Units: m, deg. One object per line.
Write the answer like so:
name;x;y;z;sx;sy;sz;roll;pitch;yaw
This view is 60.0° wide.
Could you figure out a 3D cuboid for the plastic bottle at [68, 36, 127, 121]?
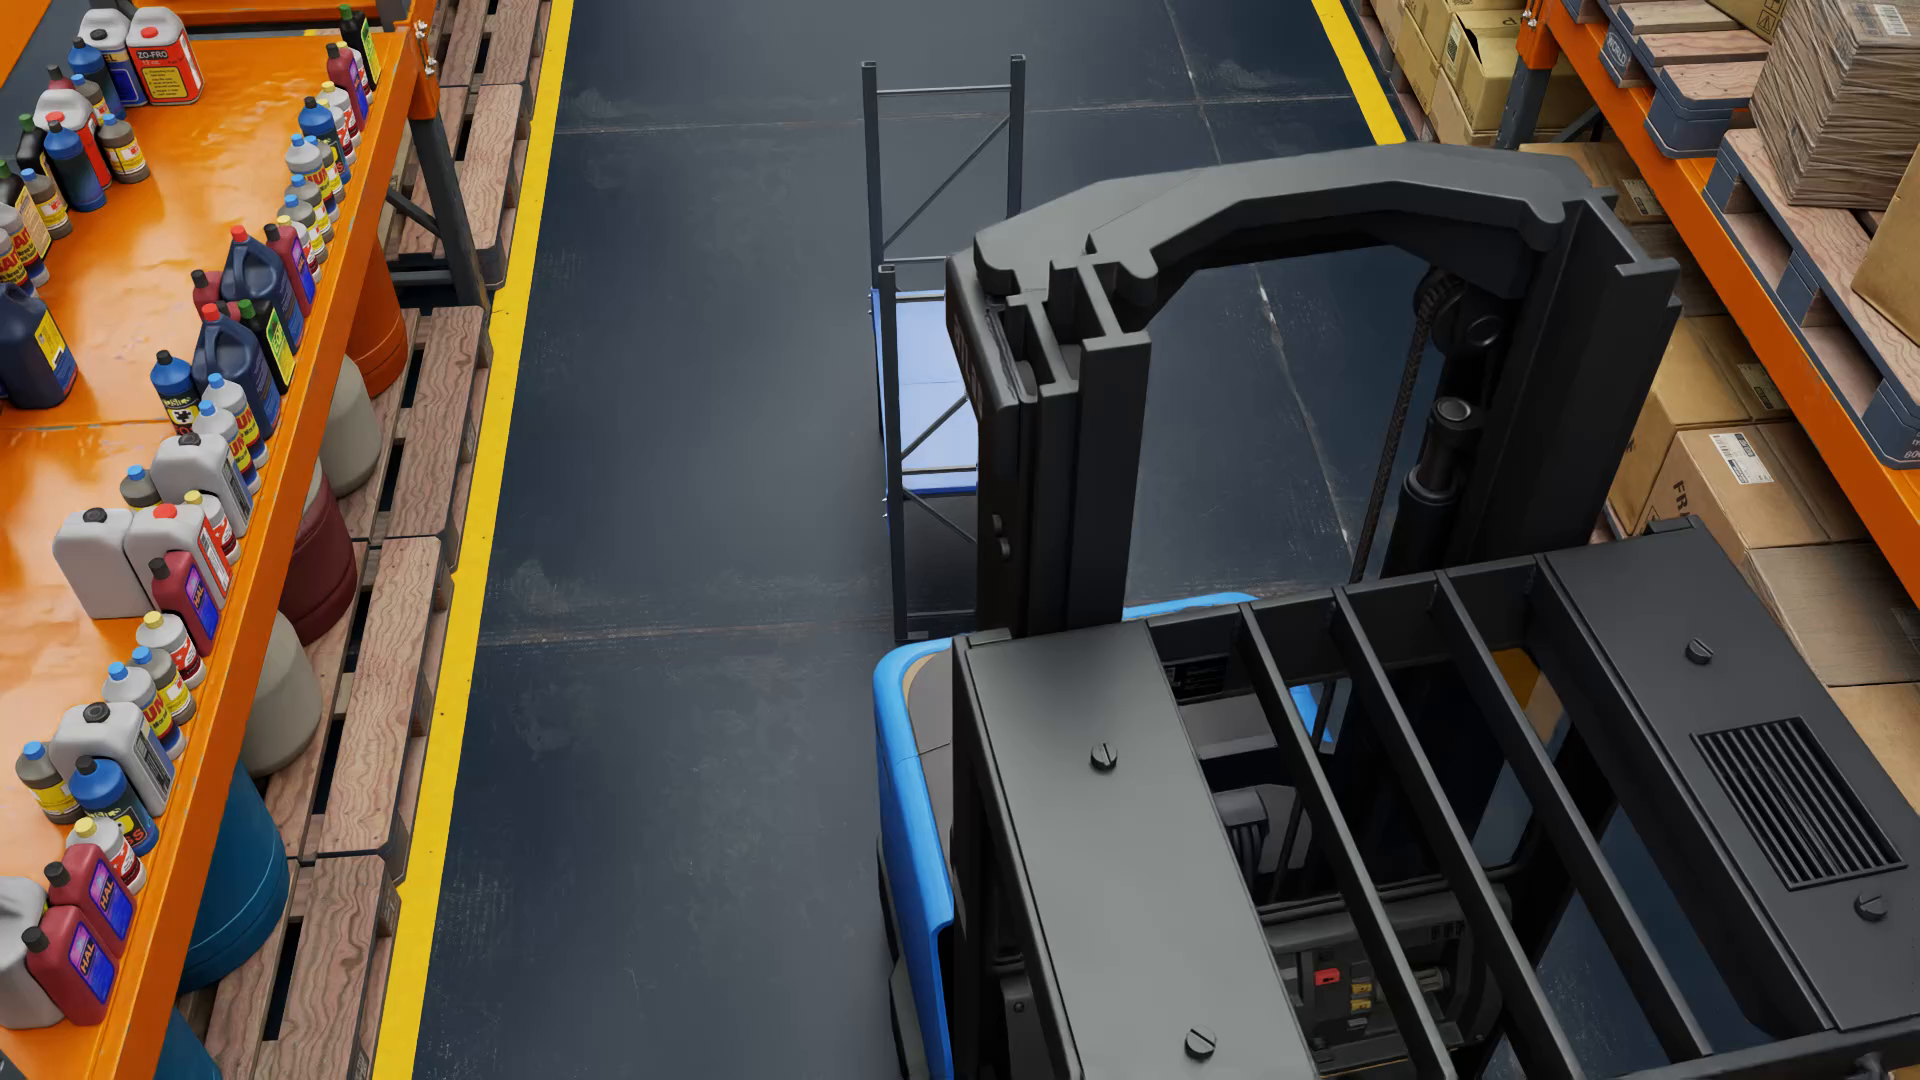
plastic bottle;-2.664;-1.418;5.116;0.097;0.271;0.097;0;47;0

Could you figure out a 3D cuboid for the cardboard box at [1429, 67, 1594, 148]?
cardboard box;2.289;-1.744;6.940;0.500;0.250;0.500;-2;47;-2

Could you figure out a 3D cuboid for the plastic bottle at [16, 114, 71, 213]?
plastic bottle;-2.642;-1.073;4.781;0.061;0.283;0.133;-3;47;-3

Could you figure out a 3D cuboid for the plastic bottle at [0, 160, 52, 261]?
plastic bottle;-2.623;-0.906;4.623;0.061;0.283;0.133;-3;47;-3

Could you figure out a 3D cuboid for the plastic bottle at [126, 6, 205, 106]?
plastic bottle;-2.495;-1.514;5.204;0.152;0.276;0.135;-3;47;-3

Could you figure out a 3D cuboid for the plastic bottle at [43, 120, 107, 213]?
plastic bottle;-2.565;-1.087;4.802;0.097;0.271;0.097;0;47;0

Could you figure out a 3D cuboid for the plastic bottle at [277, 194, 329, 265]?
plastic bottle;-1.842;-0.871;4.646;0.097;0.201;0.097;0;47;0

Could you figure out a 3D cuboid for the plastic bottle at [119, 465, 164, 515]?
plastic bottle;-1.904;-0.093;3.909;0.097;0.201;0.097;0;47;0

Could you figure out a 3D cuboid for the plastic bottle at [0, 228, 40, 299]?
plastic bottle;-2.587;-0.749;4.482;0.097;0.271;0.097;0;47;0

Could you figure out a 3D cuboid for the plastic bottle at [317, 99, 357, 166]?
plastic bottle;-1.883;-1.223;4.980;0.097;0.201;0.097;0;47;0

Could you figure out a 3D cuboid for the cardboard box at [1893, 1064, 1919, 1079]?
cardboard box;2.584;1.084;4.076;0.500;0.500;0.500;-4;47;-4

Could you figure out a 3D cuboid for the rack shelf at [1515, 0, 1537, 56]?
rack shelf;2.408;-3.379;7.379;1.077;0.370;4.000;-3;47;-3

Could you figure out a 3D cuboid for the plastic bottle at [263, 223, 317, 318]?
plastic bottle;-1.806;-0.747;4.472;0.061;0.283;0.133;-3;47;-3

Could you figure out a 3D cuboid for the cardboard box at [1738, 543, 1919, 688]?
cardboard box;2.509;0.363;4.759;0.500;0.500;0.500;-3;47;-3

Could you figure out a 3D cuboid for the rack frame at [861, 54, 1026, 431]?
rack frame;-0.050;-0.945;5.612;0.500;1.500;0.032;-3;47;-3

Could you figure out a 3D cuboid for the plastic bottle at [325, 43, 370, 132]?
plastic bottle;-1.882;-1.407;5.097;0.061;0.283;0.133;-3;47;-3

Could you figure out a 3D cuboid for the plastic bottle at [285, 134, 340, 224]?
plastic bottle;-1.858;-1.036;4.754;0.097;0.271;0.097;0;47;0

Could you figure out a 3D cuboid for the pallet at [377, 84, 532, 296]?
pallet;-2.387;-1.485;7.011;1.003;0.211;1.213;-3;47;-3

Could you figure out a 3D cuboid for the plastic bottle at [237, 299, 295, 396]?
plastic bottle;-1.779;-0.516;4.254;0.061;0.283;0.133;-3;47;-3

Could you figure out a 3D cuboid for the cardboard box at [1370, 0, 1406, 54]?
cardboard box;2.203;-2.480;7.638;0.500;0.250;0.500;-3;47;-2

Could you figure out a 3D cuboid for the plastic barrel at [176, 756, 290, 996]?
plastic barrel;-2.113;0.684;4.193;0.600;0.901;0.708;-3;47;-3

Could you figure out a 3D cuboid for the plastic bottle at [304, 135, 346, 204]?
plastic bottle;-1.866;-1.083;4.846;0.097;0.201;0.097;0;47;0

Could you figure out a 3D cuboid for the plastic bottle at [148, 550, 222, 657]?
plastic bottle;-1.706;0.120;3.651;0.061;0.283;0.133;-3;47;-3

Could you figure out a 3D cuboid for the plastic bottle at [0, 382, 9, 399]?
plastic bottle;-2.530;-0.502;4.245;0.152;0.276;0.135;-3;47;-3

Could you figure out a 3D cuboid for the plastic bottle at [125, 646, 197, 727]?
plastic bottle;-1.706;0.303;3.534;0.097;0.201;0.097;0;47;0

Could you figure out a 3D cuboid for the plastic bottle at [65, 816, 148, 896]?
plastic bottle;-1.670;0.612;3.242;0.097;0.201;0.097;0;47;0

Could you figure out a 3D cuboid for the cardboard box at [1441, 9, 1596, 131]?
cardboard box;2.287;-1.935;6.735;0.500;0.311;0.500;-2;47;-2

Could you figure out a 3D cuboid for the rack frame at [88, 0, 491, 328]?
rack frame;-2.360;-1.881;5.465;1.000;3.000;0.127;-3;47;-3

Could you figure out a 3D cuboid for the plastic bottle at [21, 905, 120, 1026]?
plastic bottle;-1.631;0.762;3.042;0.061;0.283;0.133;-3;47;-3

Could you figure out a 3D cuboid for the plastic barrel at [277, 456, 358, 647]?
plastic barrel;-2.208;-0.026;5.080;0.600;0.588;0.708;-3;47;-3

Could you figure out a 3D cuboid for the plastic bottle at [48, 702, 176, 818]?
plastic bottle;-1.715;0.433;3.359;0.152;0.276;0.135;-3;47;-3

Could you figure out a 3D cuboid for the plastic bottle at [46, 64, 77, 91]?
plastic bottle;-2.664;-1.267;4.964;0.061;0.283;0.133;-3;47;-3

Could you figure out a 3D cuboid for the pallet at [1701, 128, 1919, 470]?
pallet;2.743;-0.706;4.485;1.003;0.211;1.213;-3;47;-3

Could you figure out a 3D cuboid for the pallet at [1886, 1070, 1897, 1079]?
pallet;2.805;1.088;4.574;1.003;0.211;1.213;-3;47;-3

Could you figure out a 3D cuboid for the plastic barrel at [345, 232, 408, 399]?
plastic barrel;-2.303;-0.926;5.766;0.600;0.830;0.708;-3;47;-3

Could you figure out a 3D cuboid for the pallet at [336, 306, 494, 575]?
pallet;-2.253;-0.354;5.940;1.003;0.211;1.213;-3;47;-3

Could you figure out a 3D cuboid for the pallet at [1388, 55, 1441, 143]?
pallet;2.546;-1.818;7.326;1.003;0.211;1.213;-3;47;-3

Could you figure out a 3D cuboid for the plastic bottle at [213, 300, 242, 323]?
plastic bottle;-1.840;-0.513;4.250;0.061;0.283;0.133;-3;47;-3

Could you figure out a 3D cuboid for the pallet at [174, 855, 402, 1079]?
pallet;-2.049;1.412;4.268;1.003;0.211;1.213;-3;47;-3

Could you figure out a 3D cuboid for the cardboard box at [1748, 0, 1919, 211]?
cardboard box;2.627;-1.236;4.496;0.700;0.500;0.500;4;47;4

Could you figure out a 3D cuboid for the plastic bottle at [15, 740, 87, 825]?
plastic bottle;-1.838;0.480;3.366;0.097;0.201;0.097;0;47;0

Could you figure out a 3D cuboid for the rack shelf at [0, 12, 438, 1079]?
rack shelf;-2.193;-0.186;4.356;1.077;0.370;4.000;-3;47;-3

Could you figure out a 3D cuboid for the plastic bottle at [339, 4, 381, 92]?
plastic bottle;-1.901;-1.574;5.255;0.061;0.283;0.133;-3;47;-3

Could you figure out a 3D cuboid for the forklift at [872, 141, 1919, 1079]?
forklift;0.583;0.968;2.814;1.130;2.935;3.031;-9;47;-8

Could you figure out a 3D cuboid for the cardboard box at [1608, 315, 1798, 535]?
cardboard box;2.416;-0.382;5.465;0.500;0.500;0.500;-4;47;-4

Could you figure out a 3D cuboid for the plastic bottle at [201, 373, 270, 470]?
plastic bottle;-1.772;-0.294;4.051;0.097;0.271;0.097;0;47;0

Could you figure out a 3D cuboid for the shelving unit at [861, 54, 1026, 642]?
shelving unit;-0.007;-0.577;5.264;0.538;1.500;1.048;-3;47;-3

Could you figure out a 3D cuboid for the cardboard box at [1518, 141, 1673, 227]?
cardboard box;2.329;-1.124;6.167;0.500;0.500;0.500;-2;47;-2

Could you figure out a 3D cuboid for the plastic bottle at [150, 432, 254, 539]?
plastic bottle;-1.782;-0.140;3.902;0.152;0.276;0.135;-3;47;-3
